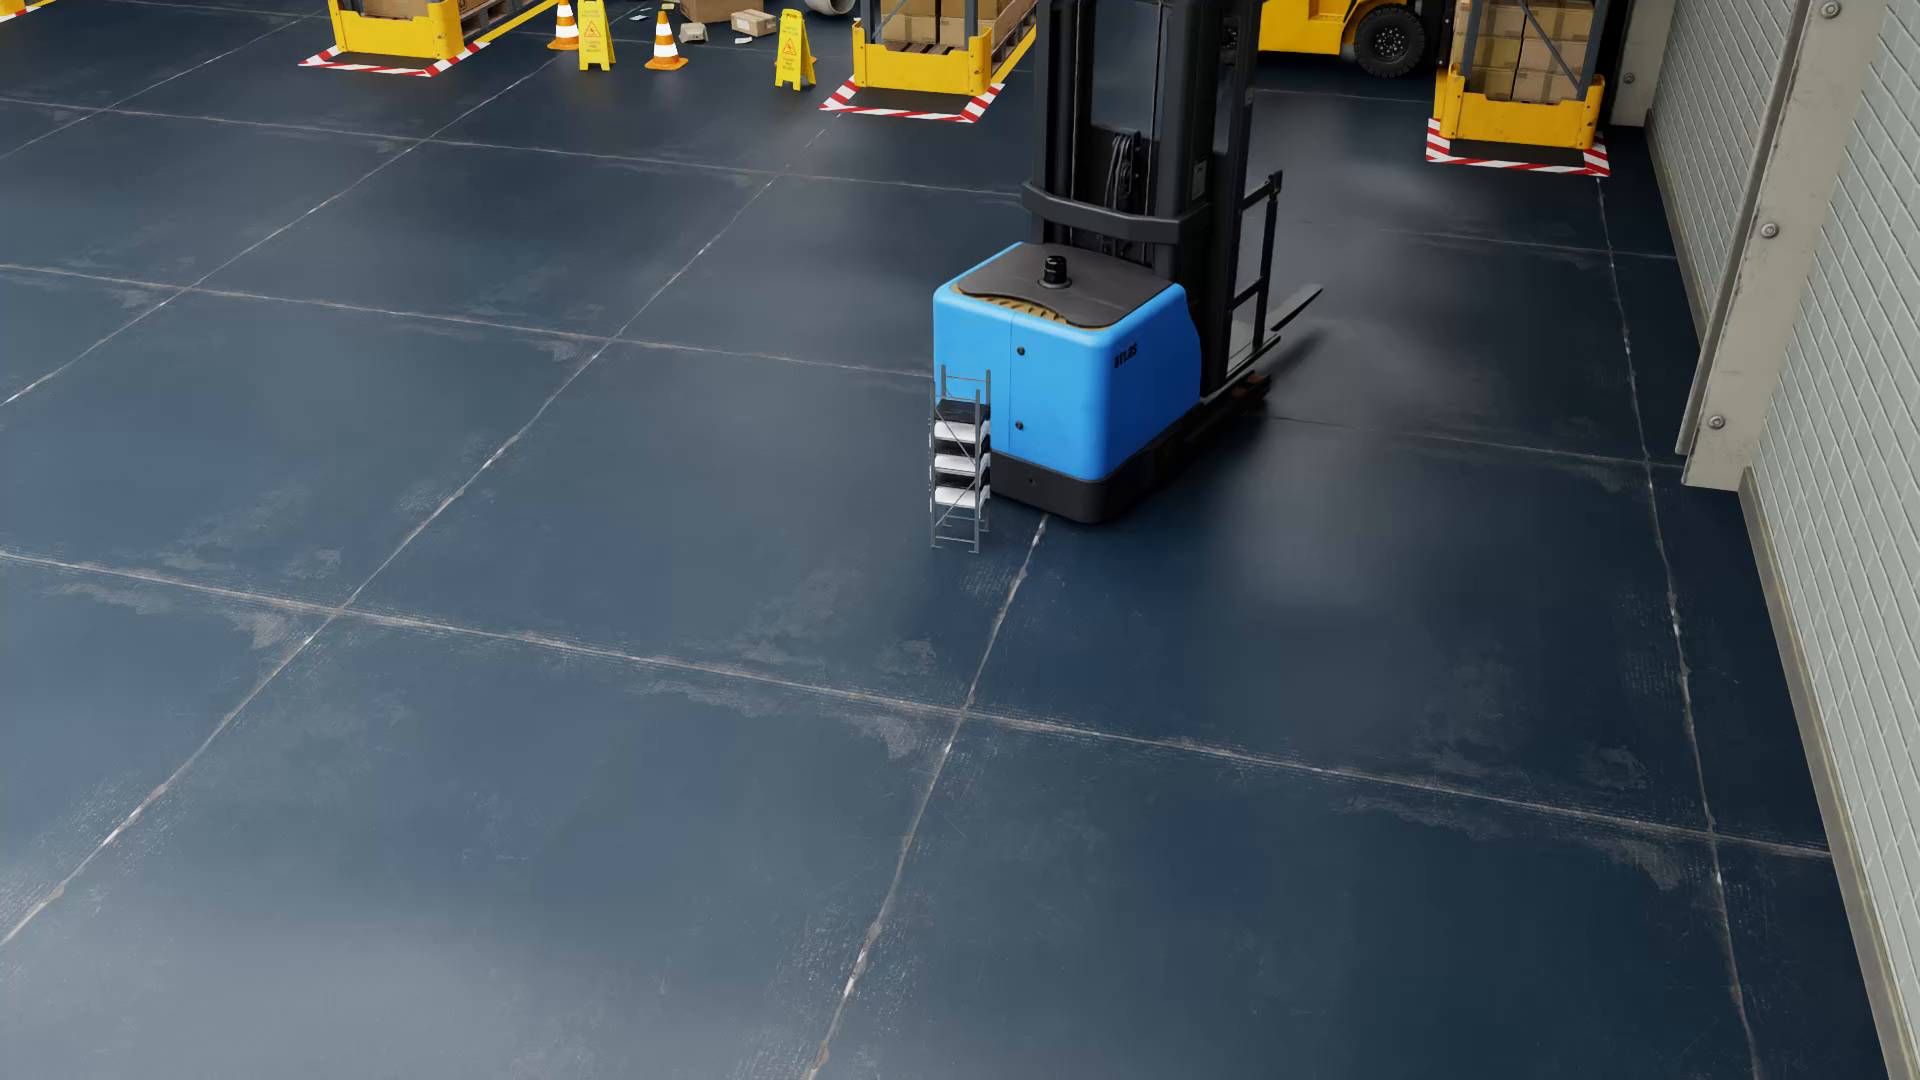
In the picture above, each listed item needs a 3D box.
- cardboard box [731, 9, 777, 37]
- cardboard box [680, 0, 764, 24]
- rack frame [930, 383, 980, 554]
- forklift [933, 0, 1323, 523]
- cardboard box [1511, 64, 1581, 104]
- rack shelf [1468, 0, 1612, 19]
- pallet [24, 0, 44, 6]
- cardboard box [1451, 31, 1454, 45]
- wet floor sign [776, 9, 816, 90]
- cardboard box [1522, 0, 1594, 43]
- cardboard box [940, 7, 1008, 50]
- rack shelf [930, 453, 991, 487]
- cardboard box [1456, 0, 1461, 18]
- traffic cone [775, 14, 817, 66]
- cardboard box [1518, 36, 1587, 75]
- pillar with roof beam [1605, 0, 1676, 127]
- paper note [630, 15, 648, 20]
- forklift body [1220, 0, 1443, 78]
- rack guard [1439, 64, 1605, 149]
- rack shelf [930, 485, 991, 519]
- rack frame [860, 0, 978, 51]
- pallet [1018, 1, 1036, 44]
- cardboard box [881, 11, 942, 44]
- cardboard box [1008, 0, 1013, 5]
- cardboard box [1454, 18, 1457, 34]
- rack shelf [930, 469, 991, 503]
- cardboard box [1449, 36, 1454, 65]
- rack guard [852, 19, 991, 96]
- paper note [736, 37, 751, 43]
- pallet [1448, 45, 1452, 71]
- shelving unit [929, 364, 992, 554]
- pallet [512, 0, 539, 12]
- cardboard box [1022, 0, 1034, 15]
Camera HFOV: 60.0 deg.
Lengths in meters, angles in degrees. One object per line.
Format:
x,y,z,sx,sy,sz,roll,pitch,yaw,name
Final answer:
-1.968,-4.939,15.880,0.380,0.149,0.250,28,42,36,cardboard box
-2.350,-5.390,16.259,0.797,0.503,0.637,-14,35,-21,cardboard box
-0.024,-0.331,7.932,0.240,0.900,0.006,8,33,12,rack frame
1.109,-2.063,8.763,1.130,2.935,3.031,21,38,29,forklift
4.769,-3.758,13.537,0.500,0.250,0.500,8,33,13,cardboard box
4.963,-5.247,14.379,1.077,0.370,4.000,8,33,12,rack shelf
-9.673,-5.816,17.201,1.003,0.211,1.213,8,33,12,pallet
4.650,-4.605,14.869,0.500,0.250,0.500,9,34,14,cardboard box
-1.430,-4.240,14.319,0.267,0.644,0.232,20,38,29,wet floor sign
4.761,-4.176,13.262,0.500,0.250,0.500,8,33,12,cardboard box
0.126,-4.585,14.837,0.500,0.250,0.500,8,33,12,cardboard box
0.002,-0.356,8.033,0.258,0.077,0.200,8,33,12,rack shelf
4.395,-4.499,13.771,0.500,0.250,0.500,9,33,13,cardboard box
-1.485,-4.515,14.921,0.336,0.463,0.334,8,33,12,traffic cone
4.776,-3.957,13.383,0.500,0.250,0.500,9,33,13,cardboard box
1.340,-7.870,12.241,9.100,9.000,0.400,8,33,12,pillar with roof beam
-3.131,-5.116,16.270,0.144,0.017,0.142,20,38,29,paper note
3.172,-5.387,14.719,2.313,2.155,1.214,8,33,12,forklift body
4.449,-3.446,13.204,1.175,0.500,0.348,8,33,12,rack guard
0.002,-0.204,8.130,0.258,0.077,0.200,8,33,12,rack shelf
-0.347,-5.187,13.613,1.000,3.000,0.127,8,33,12,rack frame
0.225,-5.097,16.072,1.003,0.211,1.213,8,33,12,pallet
-0.396,-4.672,14.975,0.500,0.250,0.500,8,33,12,cardboard box
0.260,-5.186,15.083,0.500,0.500,0.500,7,33,11,cardboard box
4.414,-4.295,13.915,0.500,0.250,0.500,8,33,12,cardboard box
0.002,-0.280,8.081,0.258,0.077,0.200,8,33,12,rack shelf
4.405,-4.074,14.033,0.500,0.250,0.500,8,33,12,cardboard box
-0.327,-4.171,14.346,1.175,0.500,0.348,8,33,12,rack guard
-2.032,-4.696,15.608,0.148,0.019,0.142,-3,33,-4,paper note
4.921,-4.370,14.927,1.003,0.211,1.213,8,33,12,pallet
0.002,-0.384,8.015,0.258,0.900,0.210,8,33,12,shelving unit
-4.721,-5.688,17.001,1.003,0.211,1.213,8,33,12,pallet
0.389,-5.133,15.701,0.500,0.250,0.500,10,34,16,cardboard box
